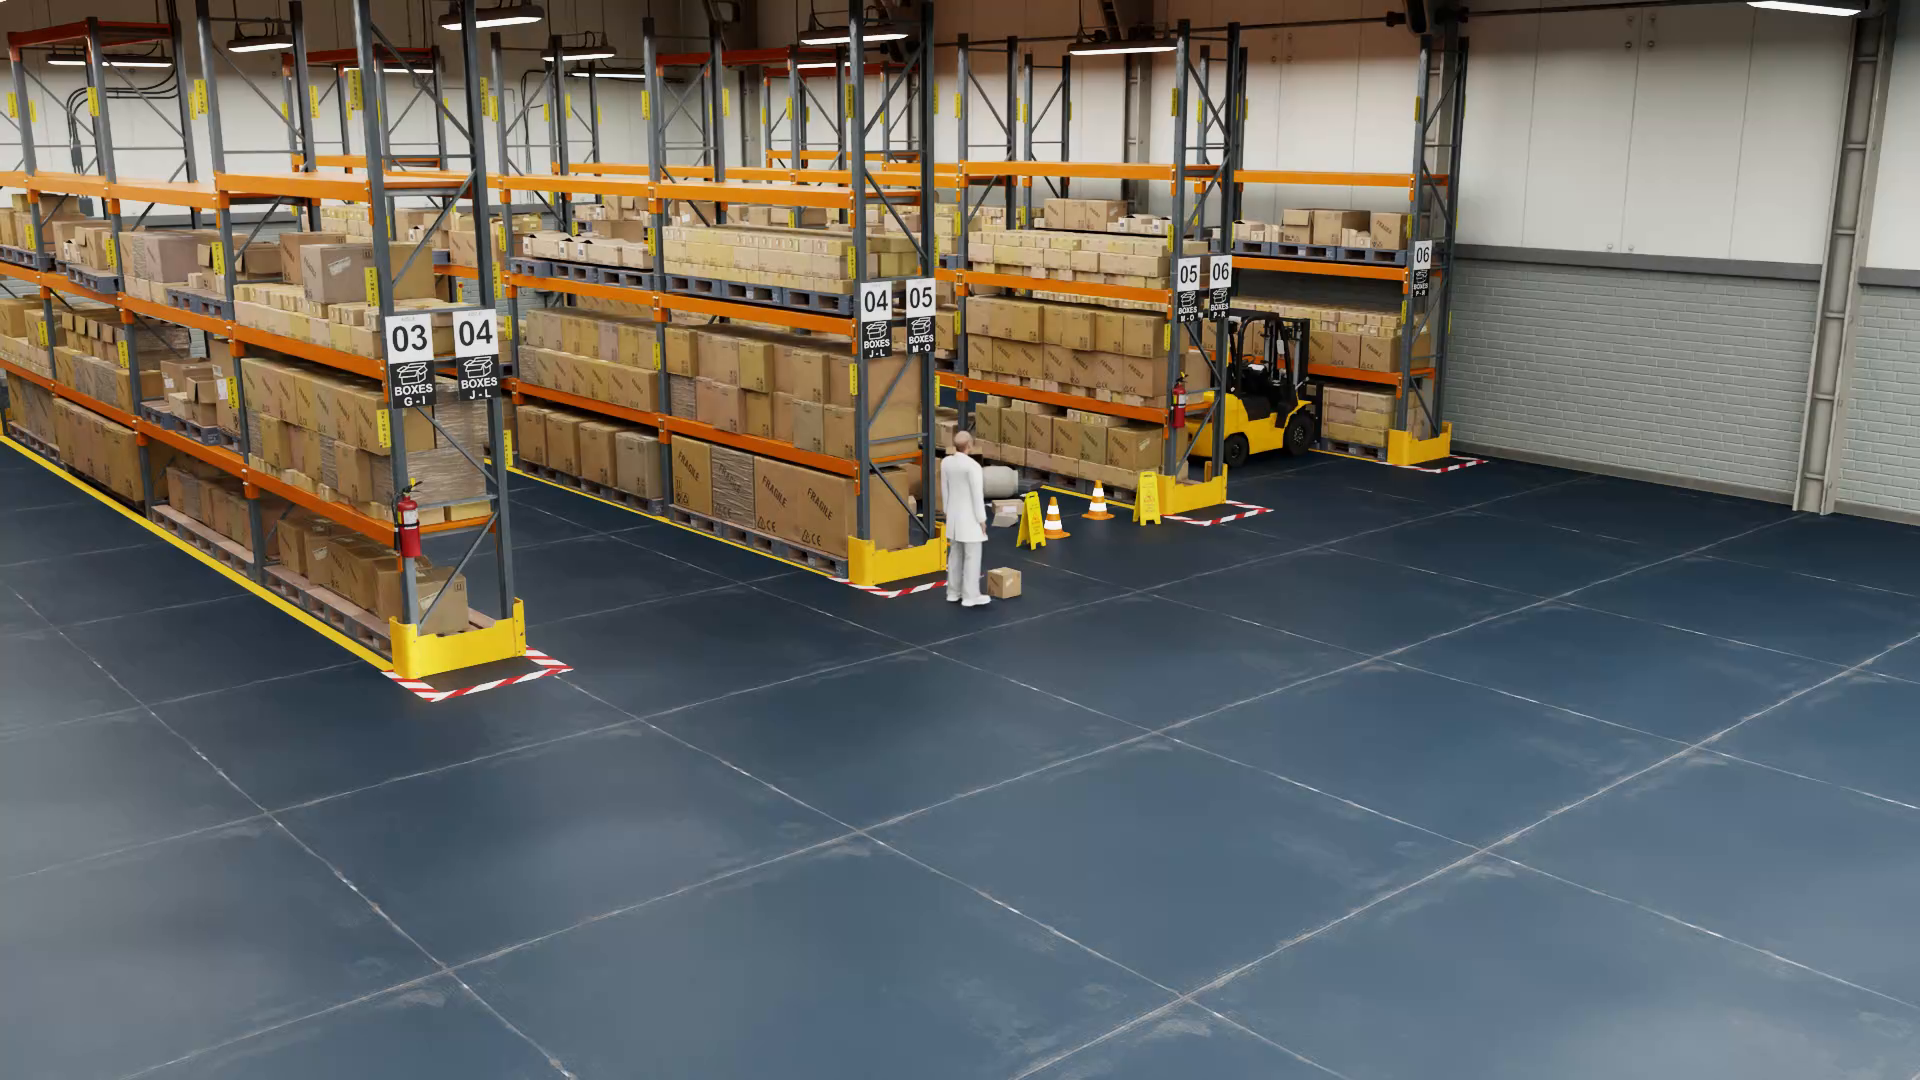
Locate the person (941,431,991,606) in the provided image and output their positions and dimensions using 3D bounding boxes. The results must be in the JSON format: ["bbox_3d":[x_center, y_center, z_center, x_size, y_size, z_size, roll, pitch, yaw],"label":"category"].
[{"bbox_3d":[0.078,-0.233,16.920,0.400,1.790,0.615,-11,18,-38],"label":"person"}]
